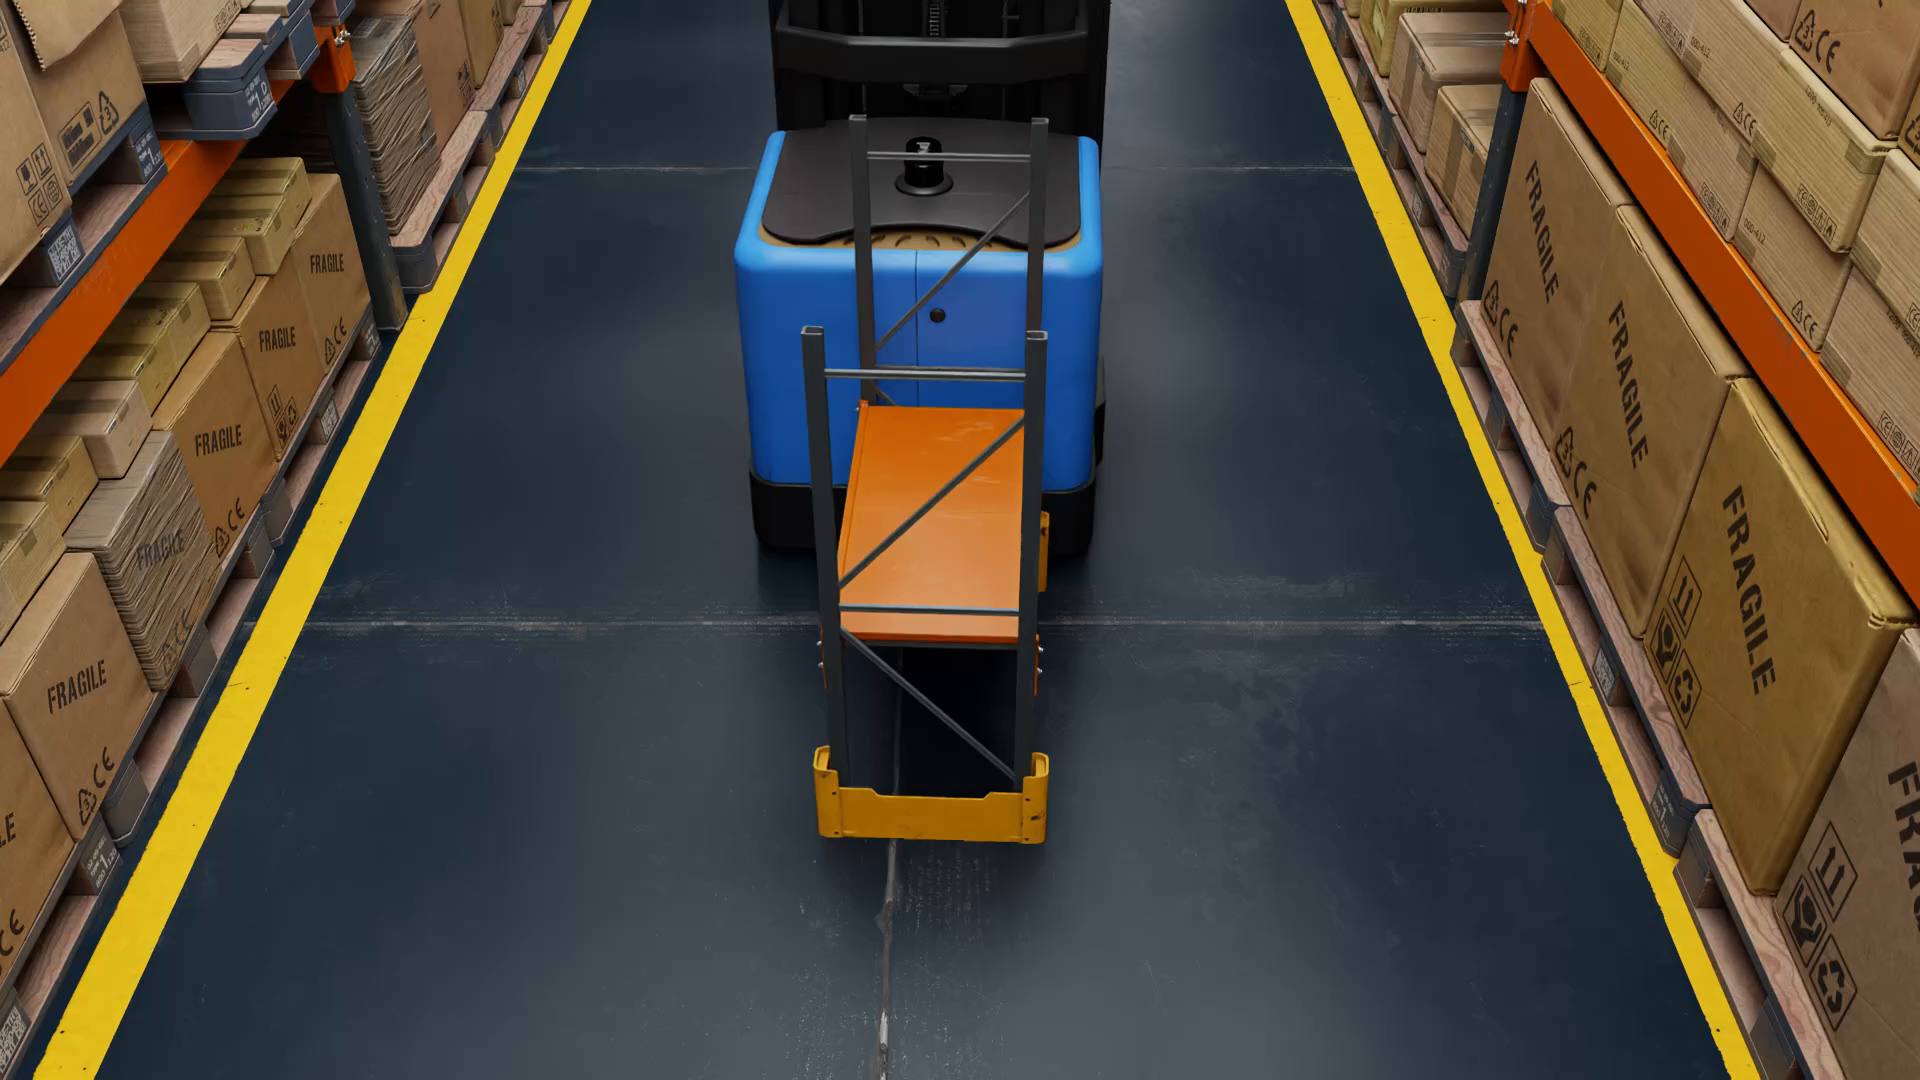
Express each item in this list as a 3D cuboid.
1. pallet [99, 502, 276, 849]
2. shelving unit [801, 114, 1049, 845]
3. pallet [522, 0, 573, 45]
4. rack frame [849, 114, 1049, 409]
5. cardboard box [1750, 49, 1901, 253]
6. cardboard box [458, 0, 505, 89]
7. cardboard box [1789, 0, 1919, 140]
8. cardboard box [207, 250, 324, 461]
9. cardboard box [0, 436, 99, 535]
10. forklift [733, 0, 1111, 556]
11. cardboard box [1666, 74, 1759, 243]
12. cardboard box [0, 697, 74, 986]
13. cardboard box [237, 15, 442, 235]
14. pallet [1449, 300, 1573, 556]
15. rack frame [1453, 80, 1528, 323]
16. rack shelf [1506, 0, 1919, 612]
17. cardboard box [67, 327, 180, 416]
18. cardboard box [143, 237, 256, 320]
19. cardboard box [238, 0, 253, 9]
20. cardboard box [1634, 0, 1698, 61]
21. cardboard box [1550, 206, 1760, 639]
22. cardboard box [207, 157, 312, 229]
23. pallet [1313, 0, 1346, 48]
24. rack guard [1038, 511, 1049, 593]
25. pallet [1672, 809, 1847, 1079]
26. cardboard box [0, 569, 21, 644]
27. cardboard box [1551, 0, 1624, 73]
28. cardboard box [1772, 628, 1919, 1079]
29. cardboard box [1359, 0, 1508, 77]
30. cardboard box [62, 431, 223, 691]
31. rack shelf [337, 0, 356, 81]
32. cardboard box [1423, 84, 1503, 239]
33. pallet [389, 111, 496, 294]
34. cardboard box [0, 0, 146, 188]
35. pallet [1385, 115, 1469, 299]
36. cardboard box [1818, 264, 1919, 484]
[{"bbox_3d":[-2.629,0.334,4.665,1.003,0.211,1.213,0,39,0],"label":"pallet"},{"bbox_3d":[-0.051,-0.148,4.235,0.587,1.500,1.083,2,39,2],"label":"shelving unit"},{"bbox_3d":[-2.556,-2.935,8.744,1.003,0.211,1.213,0,39,0],"label":"pallet"},{"bbox_3d":[-0.028,-0.471,4.638,0.500,1.500,0.032,2,39,2],"label":"rack frame"},{"bbox_3d":[2.101,-0.856,3.639,0.500,0.250,0.500,1,39,1],"label":"cardboard box"},{"bbox_3d":[-2.588,-2.439,7.459,0.875,0.625,0.625,-2,39,-2],"label":"cardboard box"},{"bbox_3d":[2.121,-1.160,3.419,0.500,0.500,0.500,1,39,1],"label":"cardboard box"},{"bbox_3d":[-2.385,-0.594,5.255,0.500,0.500,0.500,-1,39,-1],"label":"cardboard box"},{"bbox_3d":[-2.414,-0.133,4.161,0.380,0.149,0.250,0,39,0],"label":"cardboard box"},{"bbox_3d":[-0.054,-1.997,5.398,1.130,2.935,3.031,2,39,2],"label":"forklift"},{"bbox_3d":[2.135,-0.975,4.187,0.500,0.250,0.500,1,39,1],"label":"cardboard box"},{"bbox_3d":[-2.372,0.695,3.647,0.500,0.500,0.500,-1,39,-1],"label":"cardboard box"},{"bbox_3d":[-2.578,-1.610,6.423,0.875,0.625,0.625,1,39,1],"label":"cardboard box"},{"bbox_3d":[2.298,-0.407,5.589,1.003,0.211,1.213,0,39,0],"label":"pallet"},{"bbox_3d":[2.373,-1.988,5.333,1.000,3.000,0.127,0,39,0],"label":"rack frame"},{"bbox_3d":[2.375,-0.457,3.997,1.077,0.370,4.000,0,39,0],"label":"rack shelf"},{"bbox_3d":[-2.394,-0.459,4.568,0.380,0.149,0.250,-1,39,-1],"label":"cardboard box"},{"bbox_3d":[-2.350,-0.780,4.969,0.380,0.149,0.250,-1,39,-2],"label":"cardboard box"},{"bbox_3d":[-2.207,-1.638,4.760,0.380,0.149,0.250,1,39,1],"label":"cardboard box"},{"bbox_3d":[2.126,-1.485,4.424,0.500,0.250,0.500,1,39,1],"label":"cardboard box"},{"bbox_3d":[2.287,-0.333,4.631,0.875,0.875,0.875,0,39,1],"label":"cardboard box"},{"bbox_3d":[-2.337,-1.115,5.388,0.380,0.149,0.250,-2,39,-2],"label":"cardboard box"},{"bbox_3d":[2.370,-2.915,8.718,1.003,0.211,1.213,0,39,0],"label":"pallet"},{"bbox_3d":[-0.029,0.029,5.014,0.587,0.250,0.087,2,39,2],"label":"rack guard"},{"bbox_3d":[2.301,1.119,3.685,1.003,0.211,1.213,0,39,0],"label":"pallet"},{"bbox_3d":[-2.387,0.191,3.757,0.380,0.149,0.250,0,39,0],"label":"cardboard box"},{"bbox_3d":[2.122,-1.624,4.997,0.500,0.250,0.500,-1,39,-1],"label":"cardboard box"},{"bbox_3d":[2.297,0.791,3.228,0.875,0.875,0.875,1,39,1],"label":"cardboard box"},{"bbox_3d":[2.378,-2.416,7.632,0.950,0.372,0.625,1,39,1],"label":"cardboard box"},{"bbox_3d":[-2.363,0.058,4.442,0.500,0.500,0.500,-1,39,-2],"label":"cardboard box"},{"bbox_3d":[-2.593,-2.953,7.111,1.077,0.370,4.000,0,39,0],"label":"rack shelf"},{"bbox_3d":[2.382,-1.480,6.464,0.950,0.372,0.625,-2,39,-3],"label":"cardboard box"},{"bbox_3d":[-2.553,-1.409,6.840,1.003,0.211,1.213,0,39,0],"label":"pallet"},{"bbox_3d":[-2.404,-1.166,3.888,0.797,0.503,0.637,-1,39,-1],"label":"cardboard box"},{"bbox_3d":[2.373,-1.389,6.814,1.003,0.211,1.213,0,39,0],"label":"pallet"},{"bbox_3d":[2.144,-0.343,3.399,0.500,0.250,0.500,-1,39,-1],"label":"cardboard box"}]
